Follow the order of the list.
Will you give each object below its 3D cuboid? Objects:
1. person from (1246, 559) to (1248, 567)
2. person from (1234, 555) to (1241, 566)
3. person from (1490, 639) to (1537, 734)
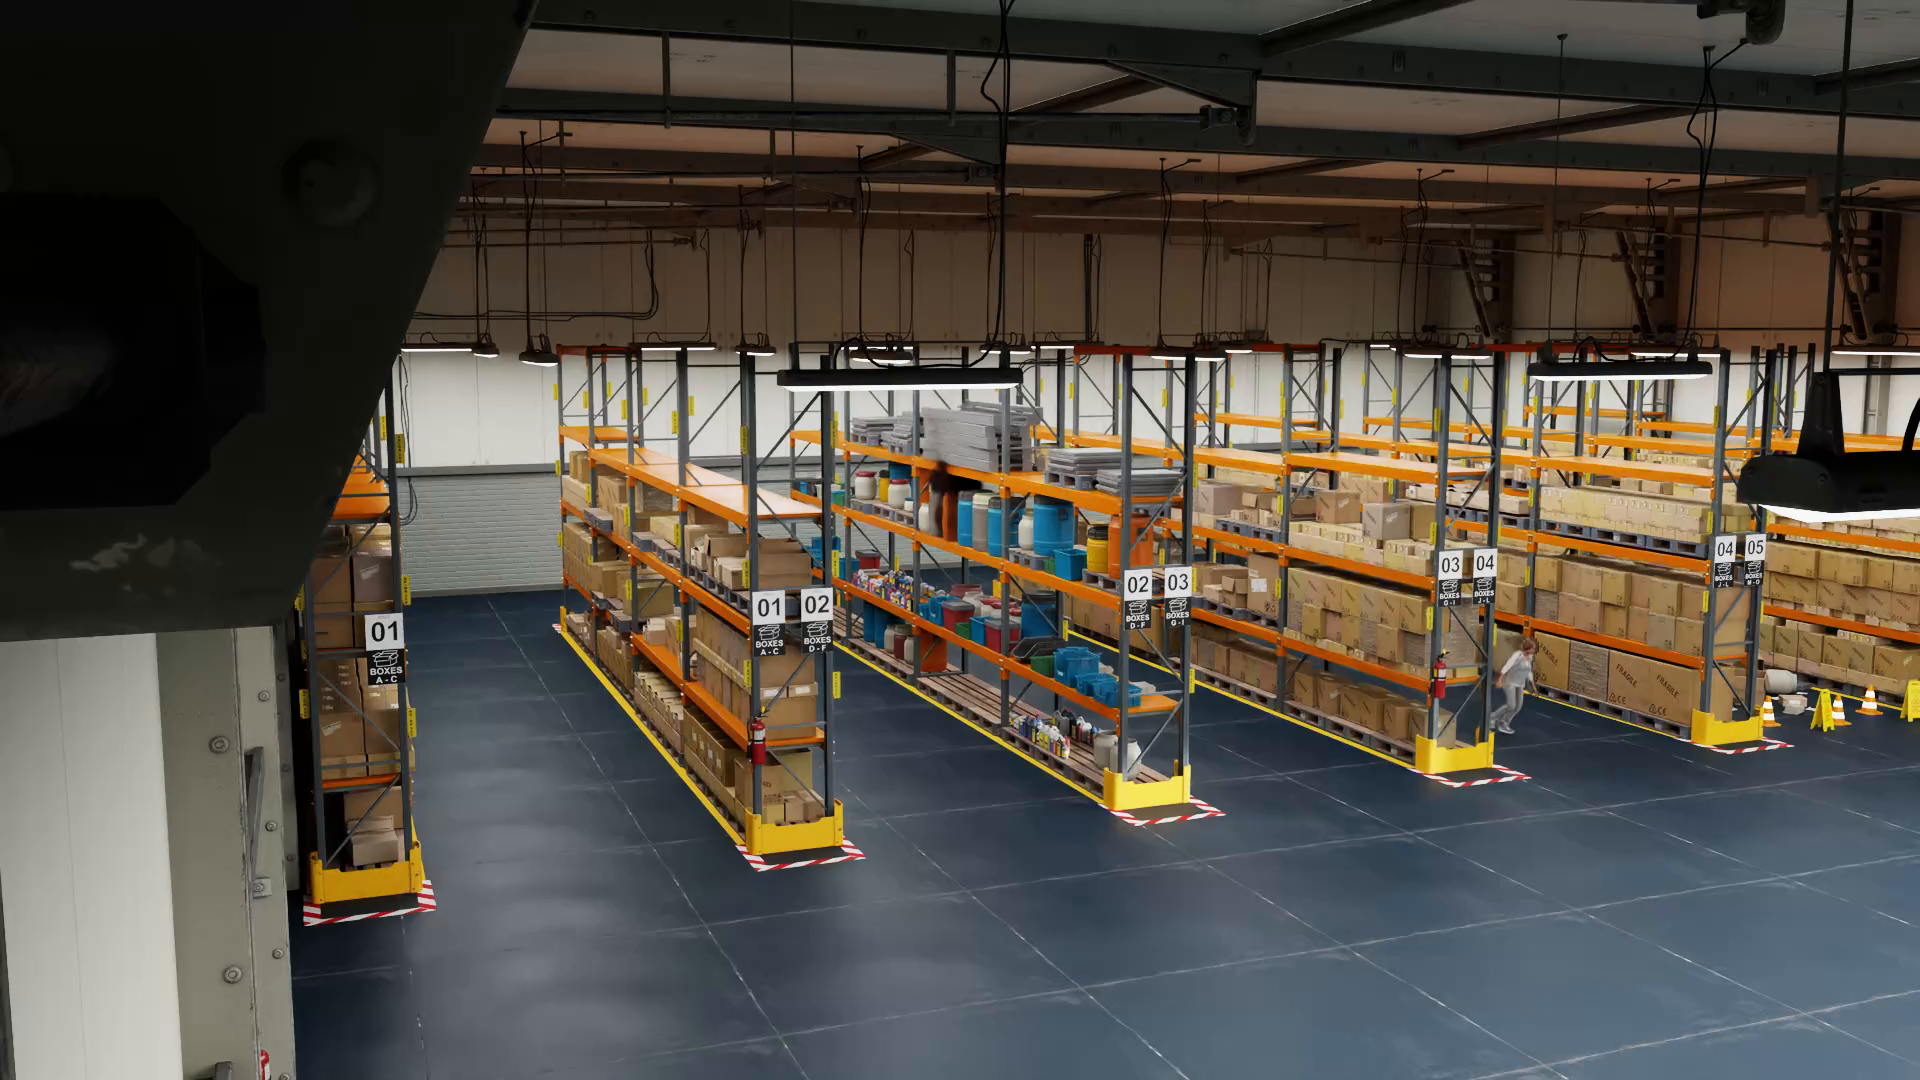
[{"bbox_3d":[7.387,0.279,41.036,0.876,1.778,0.633,5,9,36],"label":"person"},{"bbox_3d":[7.532,-0.121,43.848,0.867,1.847,0.684,-7,10,-44],"label":"person"},{"bbox_3d":[8.650,2.294,25.994,0.649,1.484,0.589,-4,8,-31],"label":"person"}]
